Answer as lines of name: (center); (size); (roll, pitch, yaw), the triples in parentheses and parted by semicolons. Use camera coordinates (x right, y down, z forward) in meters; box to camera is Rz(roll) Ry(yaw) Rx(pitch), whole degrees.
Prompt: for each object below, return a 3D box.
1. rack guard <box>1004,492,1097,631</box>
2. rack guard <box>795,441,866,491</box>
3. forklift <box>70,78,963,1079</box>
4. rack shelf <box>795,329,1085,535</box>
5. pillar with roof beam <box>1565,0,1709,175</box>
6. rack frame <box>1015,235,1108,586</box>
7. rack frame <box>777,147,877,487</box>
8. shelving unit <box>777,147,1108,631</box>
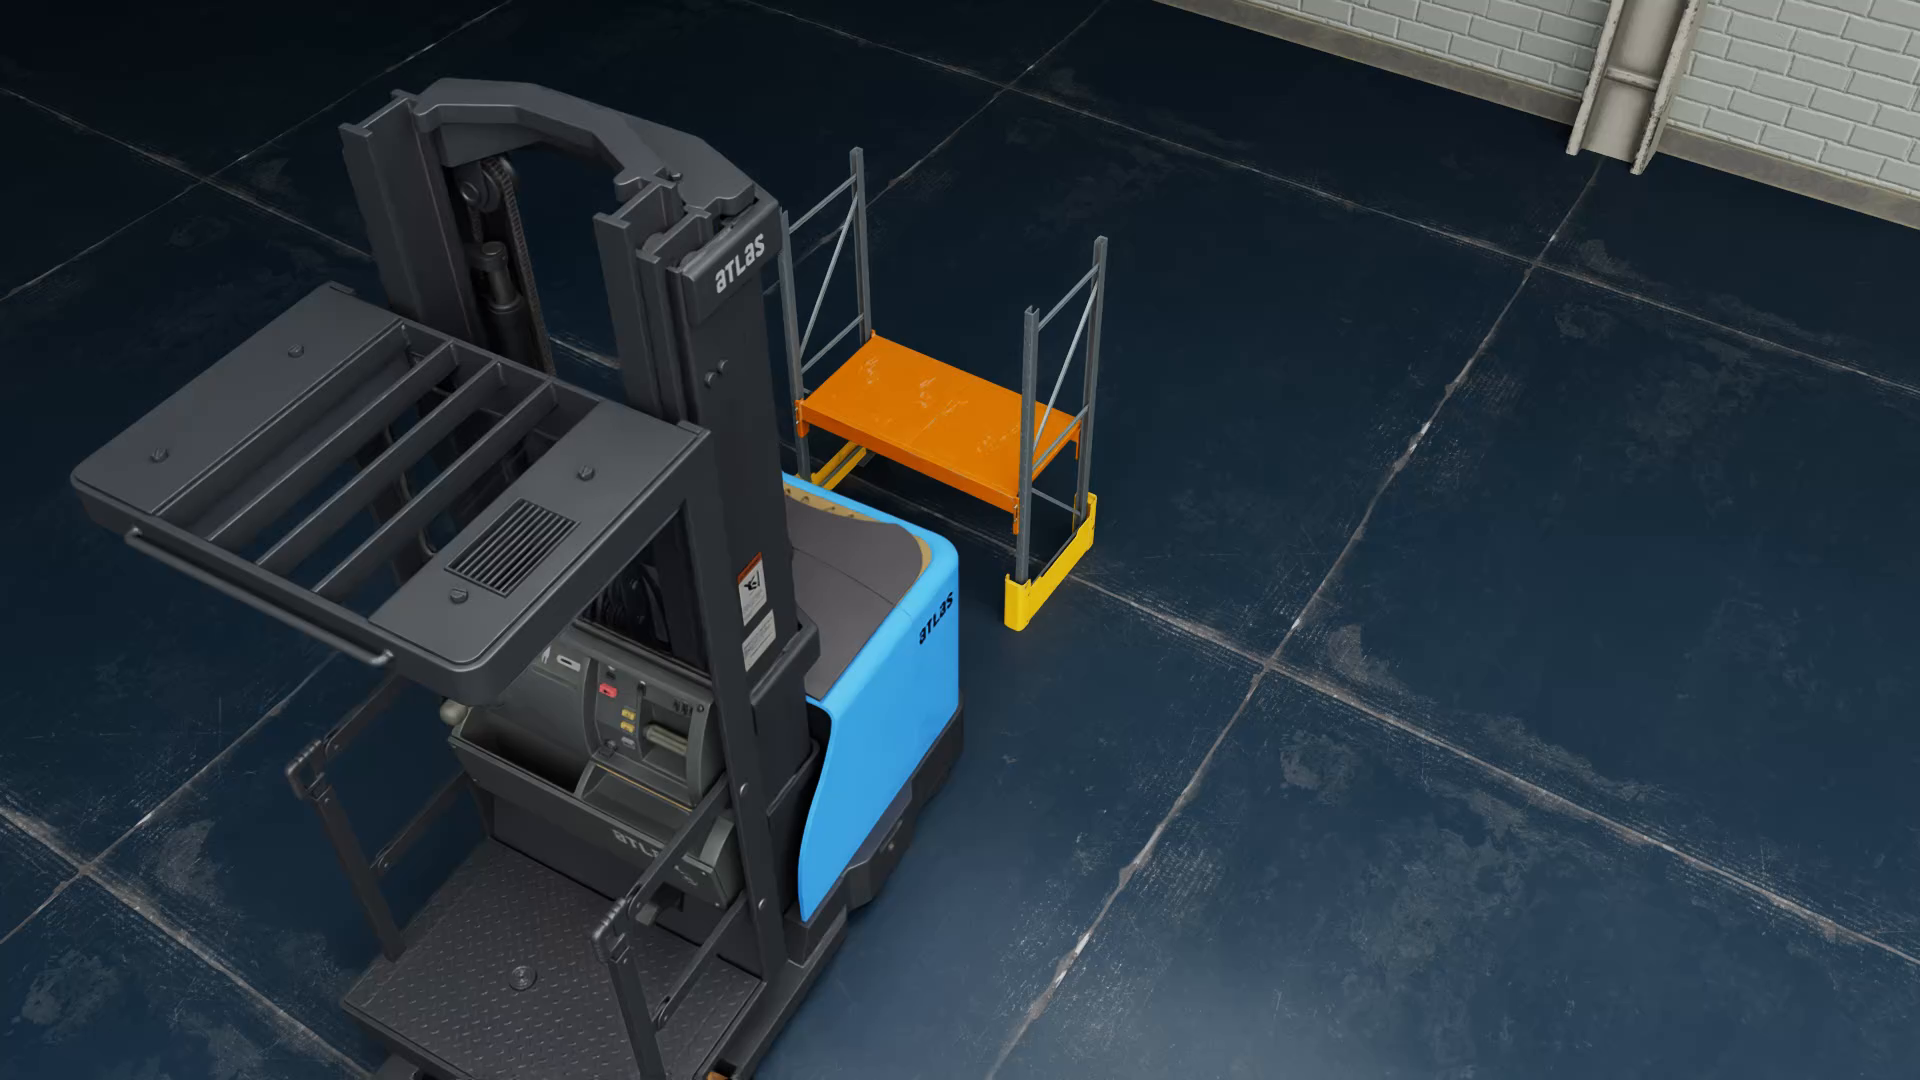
rack guard: (0.355, 0.076, 6.502); (0.087, 0.250, 0.587); (25, 51, 22)
rack guard: (-0.483, -0.309, 6.876); (0.087, 0.250, 0.587); (25, 51, 22)
forklift: (-1.146, 0.489, 4.231); (1.130, 2.935, 3.031); (22, 50, 20)
rack shelf: (-0.072, -0.430, 6.373); (1.000, 0.185, 0.538); (25, 51, 22)
pillar with roof beam: (1.101, -2.588, 2.990); (0.400, 9.000, 9.100); (25, 51, 22)
rack frame: (0.356, -0.359, 6.053); (0.032, 1.500, 0.500); (25, 51, 22)
rack frame: (-0.500, -0.753, 6.435); (0.032, 1.500, 0.500); (25, 51, 22)
shelving unit: (-0.064, -0.552, 6.241); (1.083, 1.500, 0.587); (25, 51, 22)
